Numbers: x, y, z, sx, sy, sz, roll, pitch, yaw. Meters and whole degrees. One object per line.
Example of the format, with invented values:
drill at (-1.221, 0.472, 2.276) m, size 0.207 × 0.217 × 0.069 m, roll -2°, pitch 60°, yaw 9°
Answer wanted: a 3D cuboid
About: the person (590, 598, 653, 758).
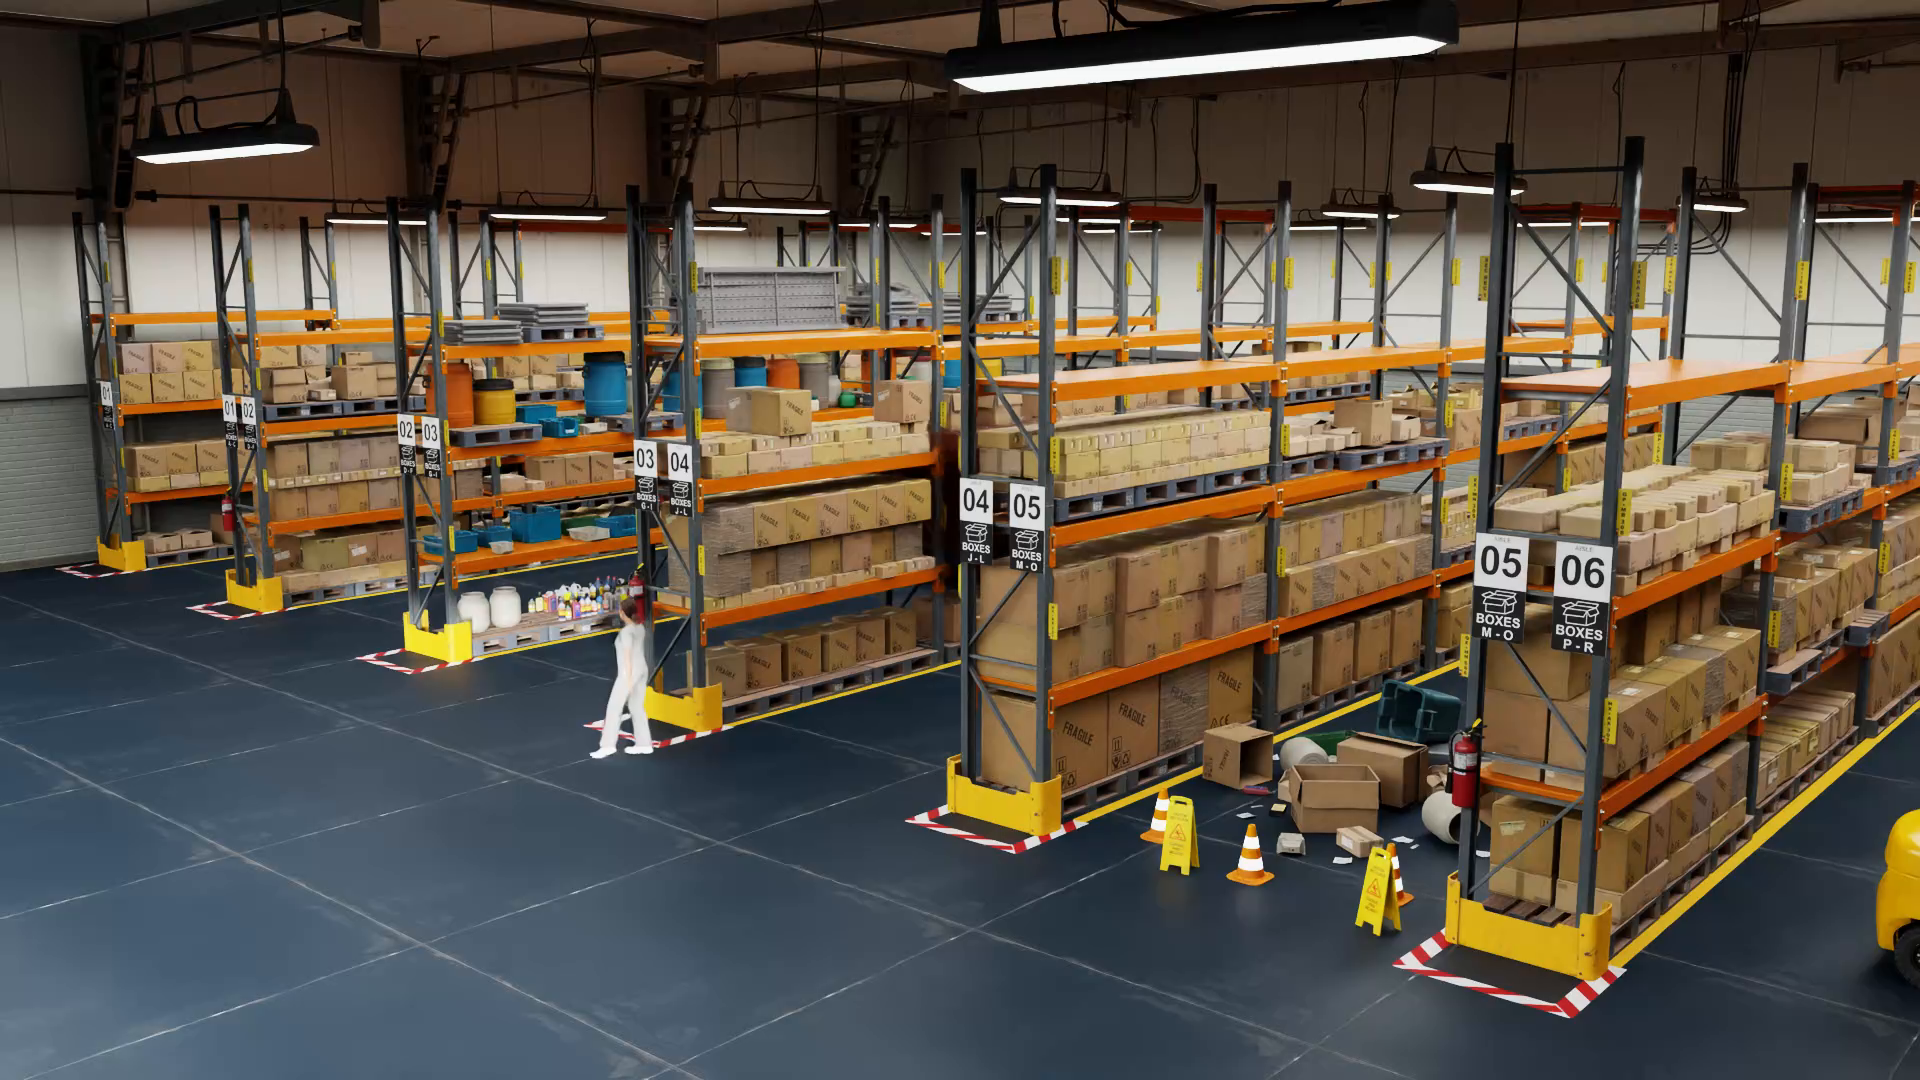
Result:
person at (-3.556, 1.454, 17.600) m, size 0.601 × 1.685 × 0.546 m, roll 4°, pitch 10°, yaw 21°
